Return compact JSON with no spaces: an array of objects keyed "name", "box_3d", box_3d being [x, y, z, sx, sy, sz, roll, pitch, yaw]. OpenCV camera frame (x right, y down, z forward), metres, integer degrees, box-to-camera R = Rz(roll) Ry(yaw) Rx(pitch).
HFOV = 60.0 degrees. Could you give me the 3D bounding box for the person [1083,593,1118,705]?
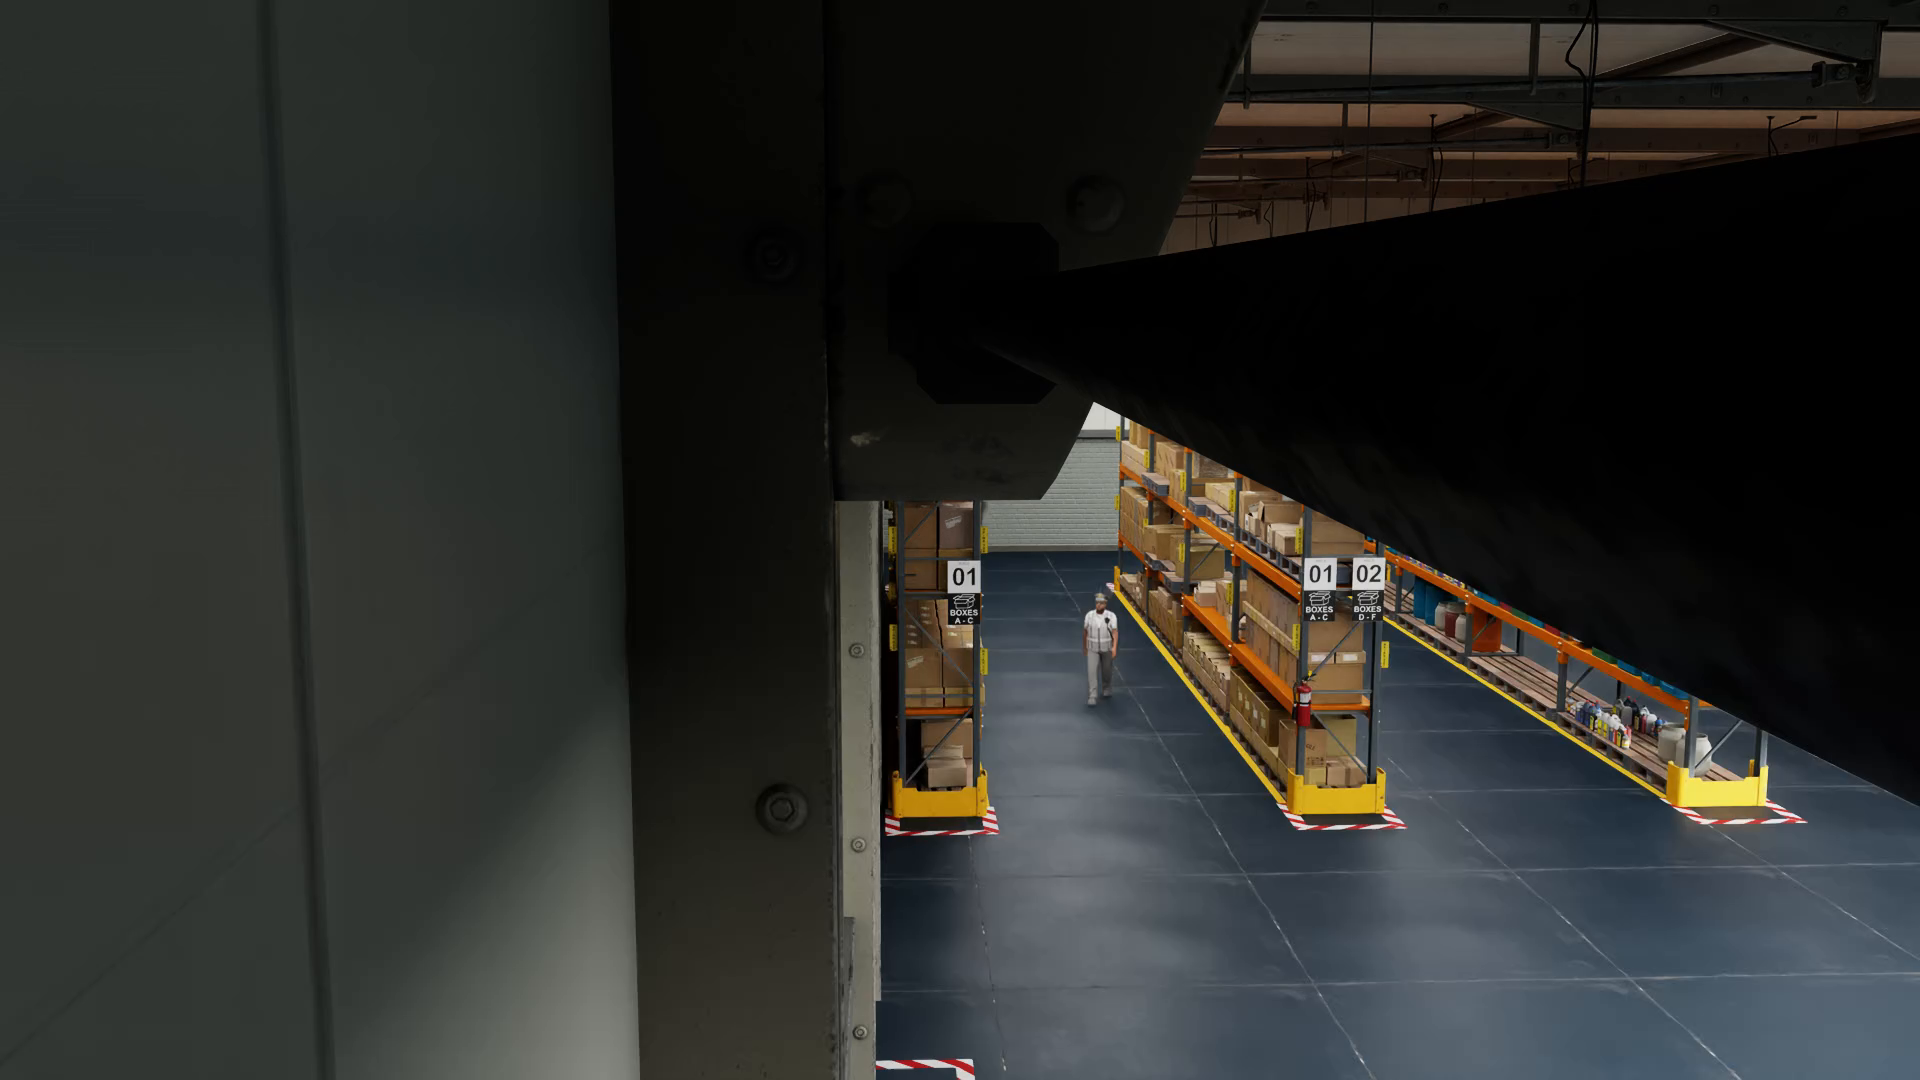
[{"name":"person","box_3d":[2.211,1.699,26.237,0.564,1.727,1.034,1,8,7]}]
